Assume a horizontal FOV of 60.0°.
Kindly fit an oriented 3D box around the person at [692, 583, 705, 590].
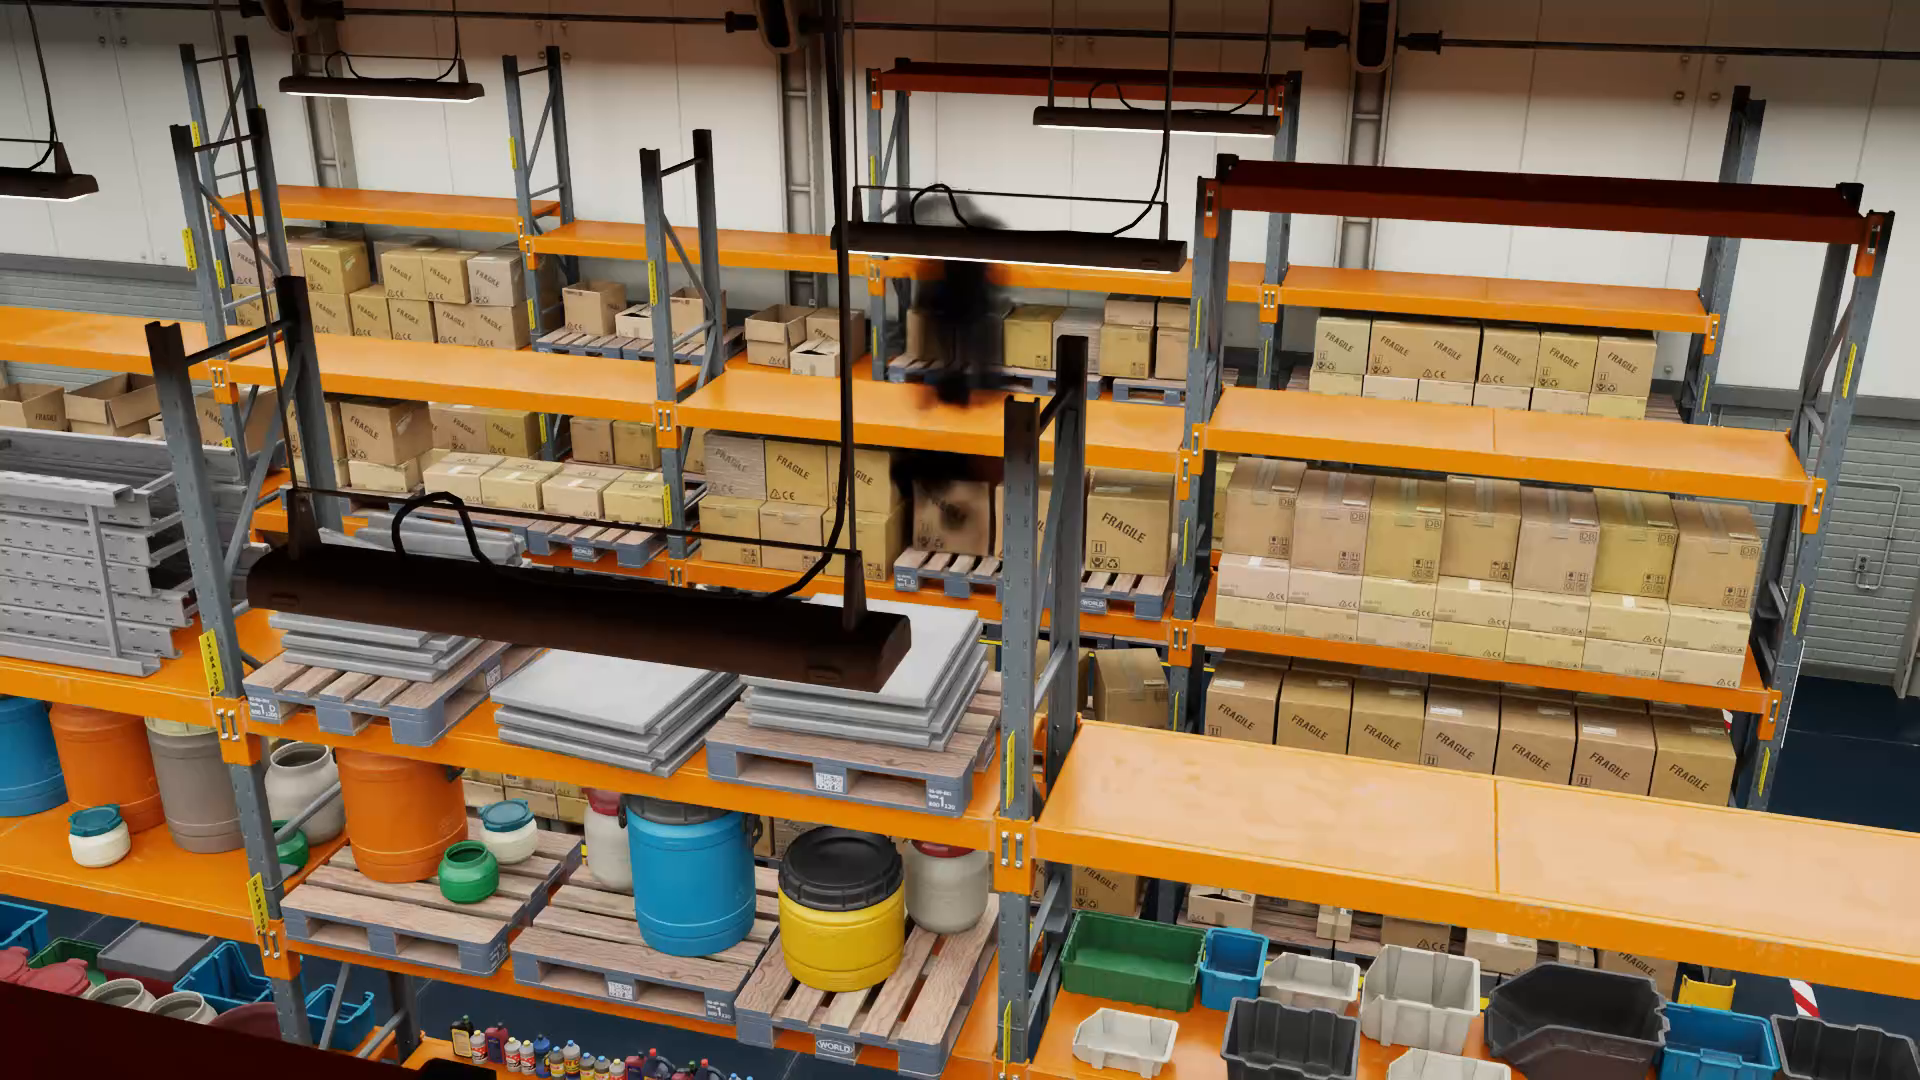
[{"bbox_3d":[-2.574,1.001,16.097,0.680,1.741,0.658,2,23,4],"label":"person"}]
